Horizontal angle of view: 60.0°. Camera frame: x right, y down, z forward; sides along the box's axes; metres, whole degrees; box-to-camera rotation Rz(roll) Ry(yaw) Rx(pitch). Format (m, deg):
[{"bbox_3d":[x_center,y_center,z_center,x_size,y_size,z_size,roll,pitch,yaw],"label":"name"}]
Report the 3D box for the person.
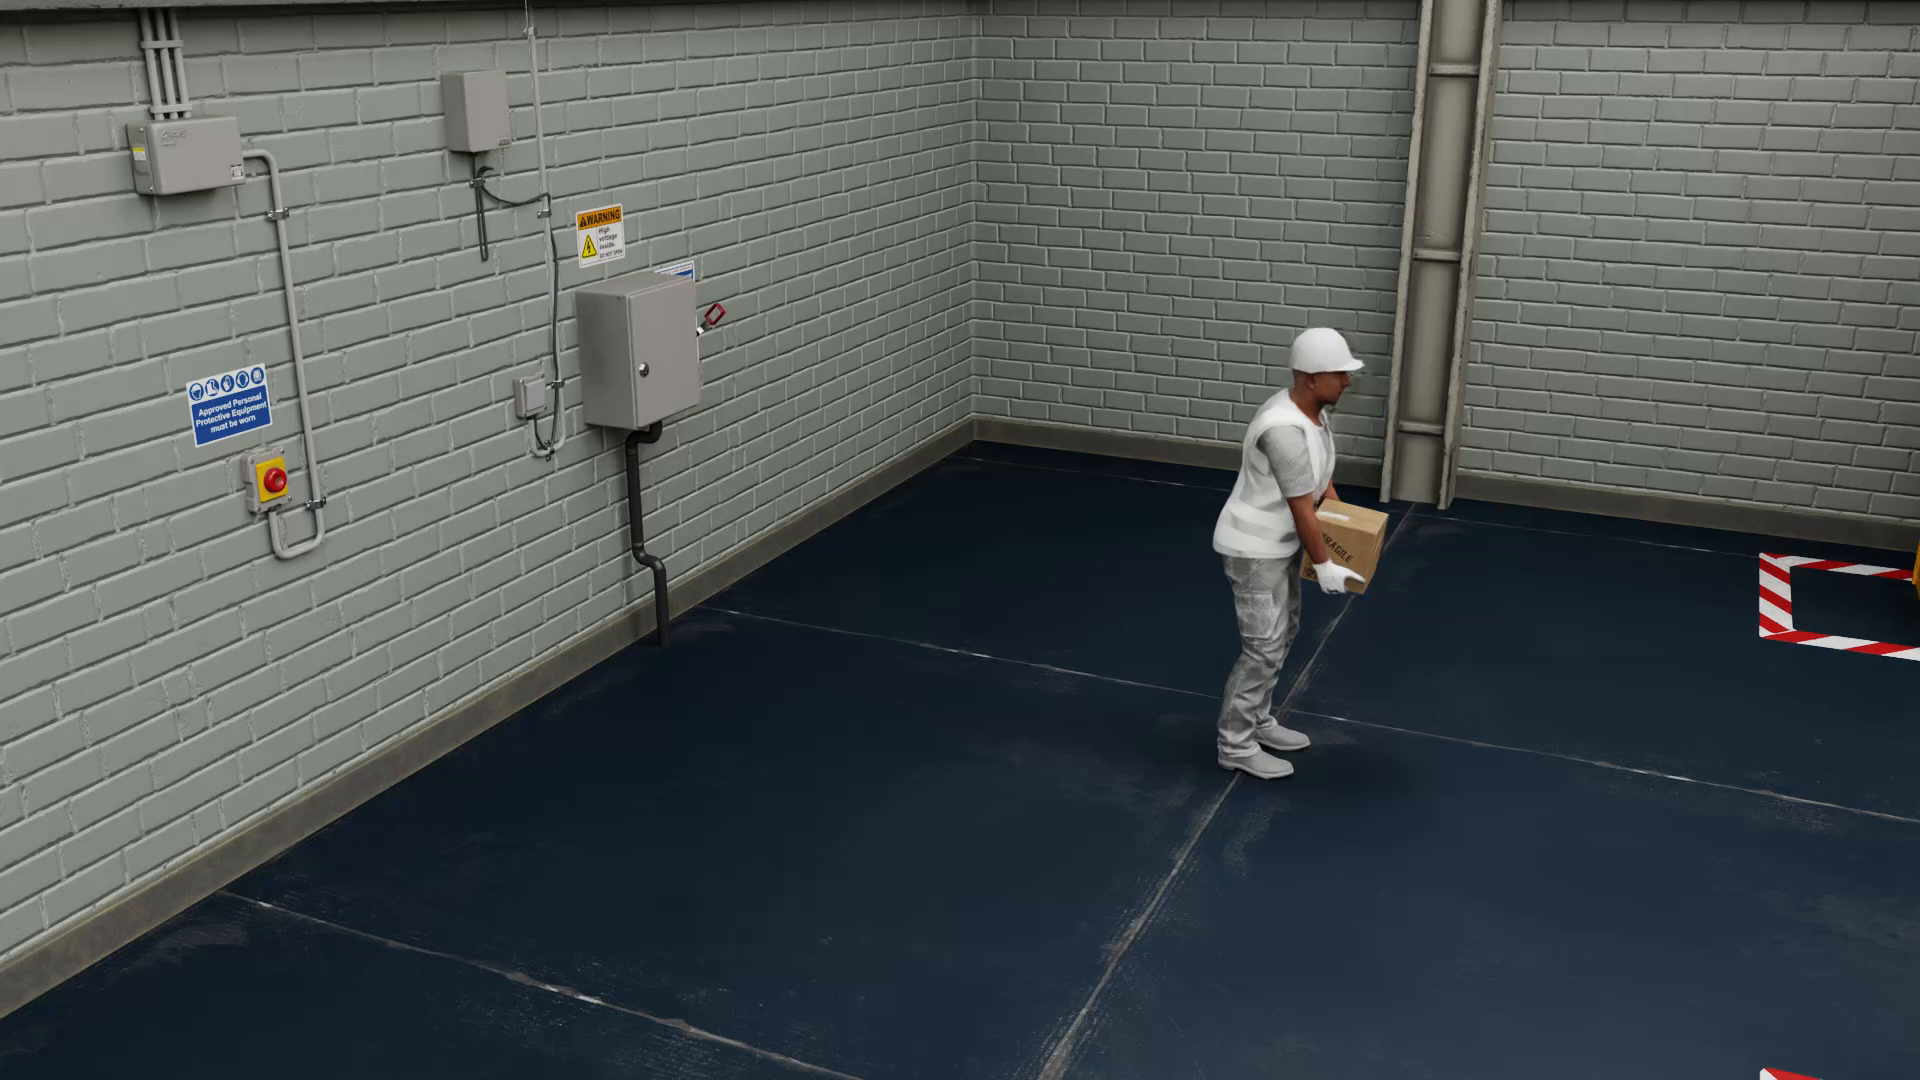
[{"bbox_3d":[1.292,0.047,6.428,0.605,1.761,0.487,8,20,22],"label":"person"}]
